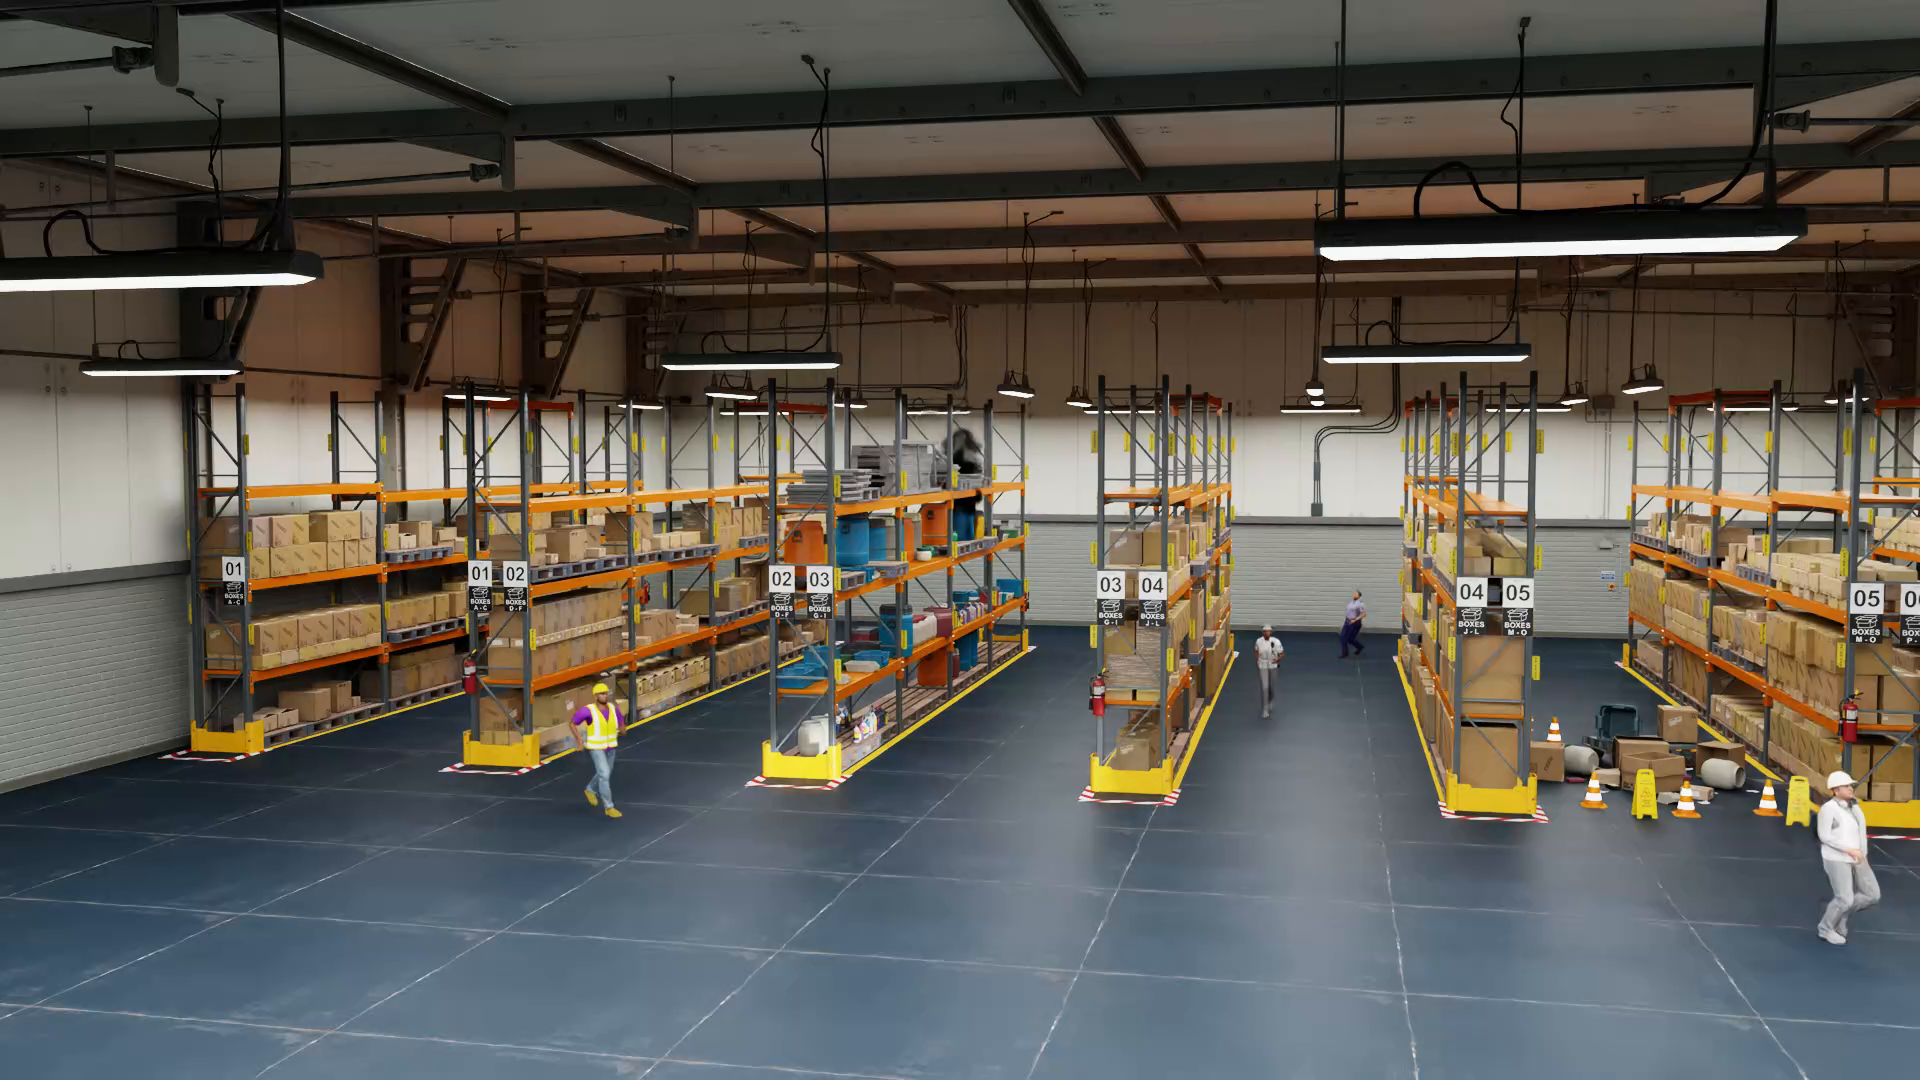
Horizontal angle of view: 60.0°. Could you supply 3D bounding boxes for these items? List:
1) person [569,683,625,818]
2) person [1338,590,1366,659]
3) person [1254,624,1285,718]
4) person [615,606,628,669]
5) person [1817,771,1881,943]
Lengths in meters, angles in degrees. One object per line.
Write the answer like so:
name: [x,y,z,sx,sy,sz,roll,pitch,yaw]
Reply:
person: [-4.834,2.805,22.446,0.987,1.747,0.717,3,5,44]
person: [9.224,1.985,39.014,0.647,1.620,0.656,-2,4,-26]
person: [5.728,2.393,30.821,0.577,1.703,0.805,1,3,14]
person: [-6.892,2.219,34.530,0.612,1.736,0.721,1,3,20]
person: [8.888,3.182,16.644,0.672,1.731,0.552,-2,4,-27]
